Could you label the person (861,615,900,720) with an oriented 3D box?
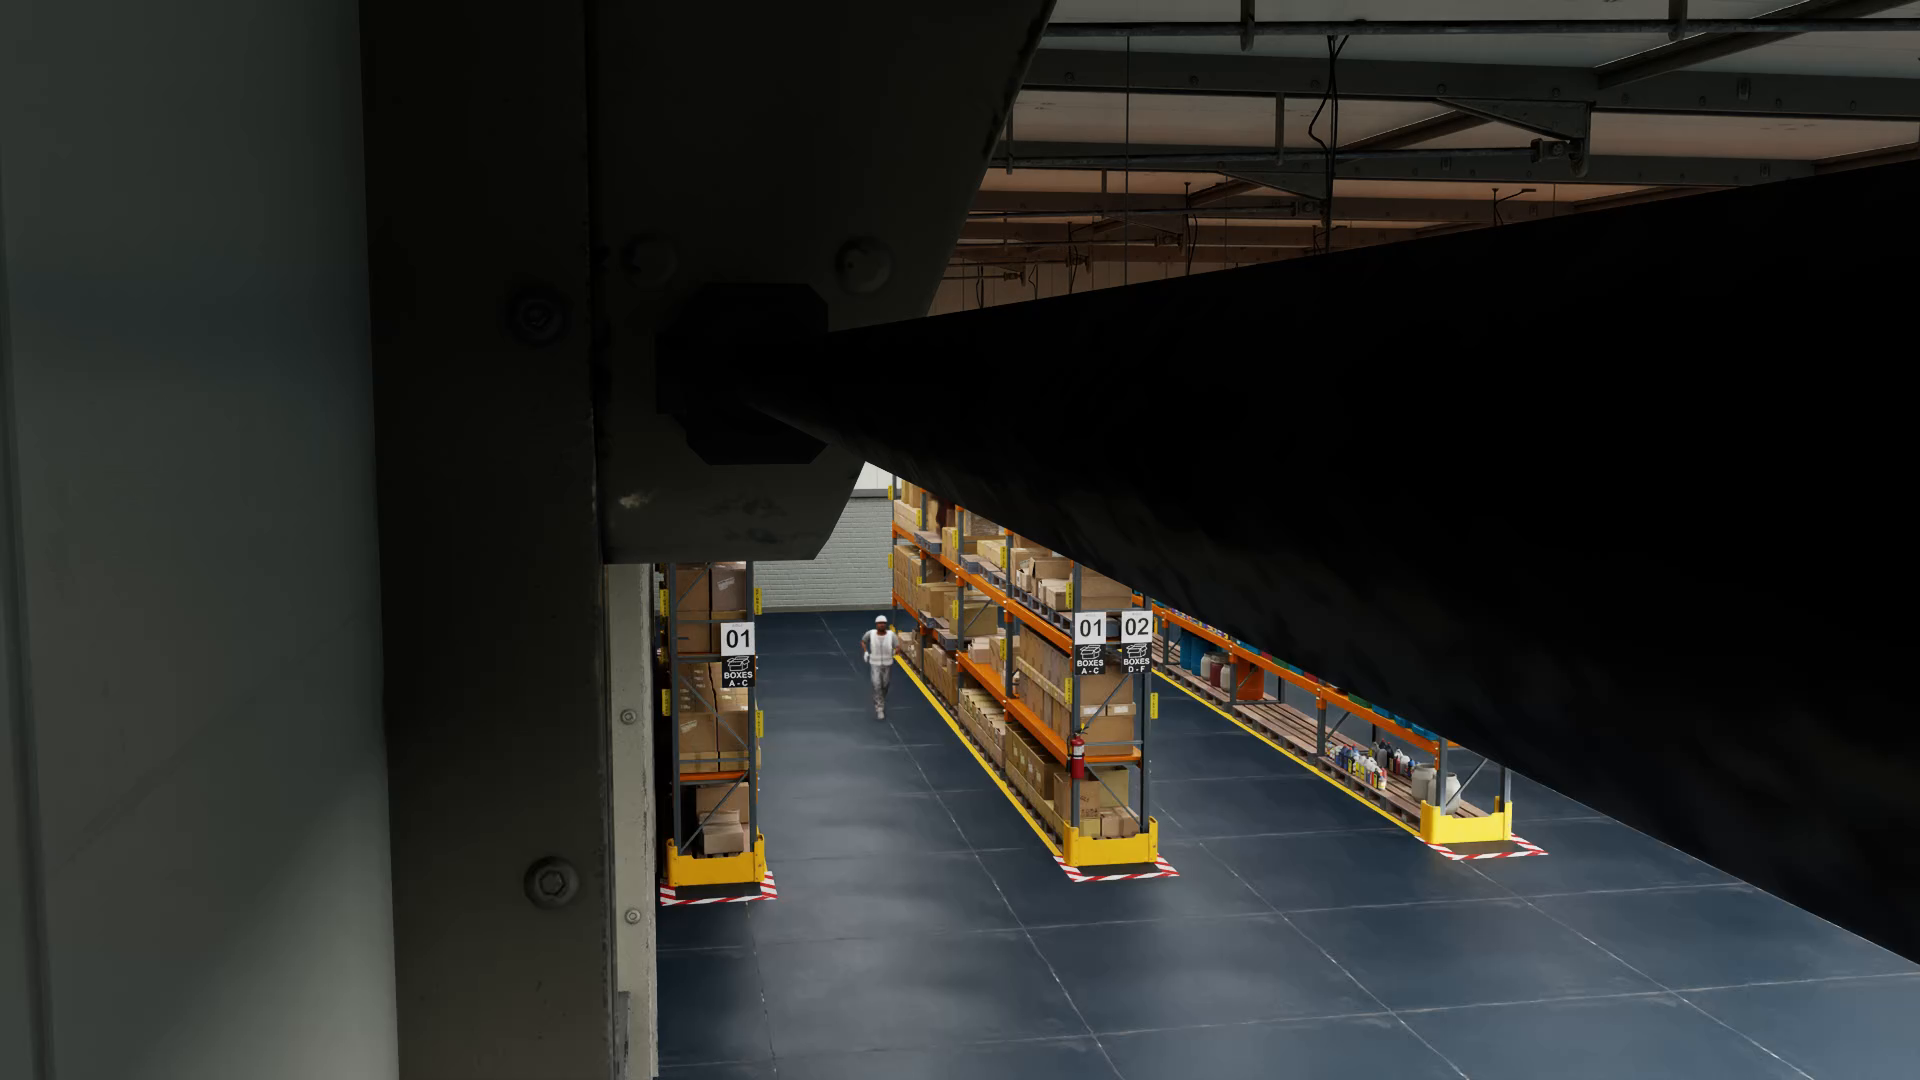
[{"bbox_3d":[-1.402,2.230,29.643,0.681,1.792,0.990,-1,6,-10],"label":"person"}]
